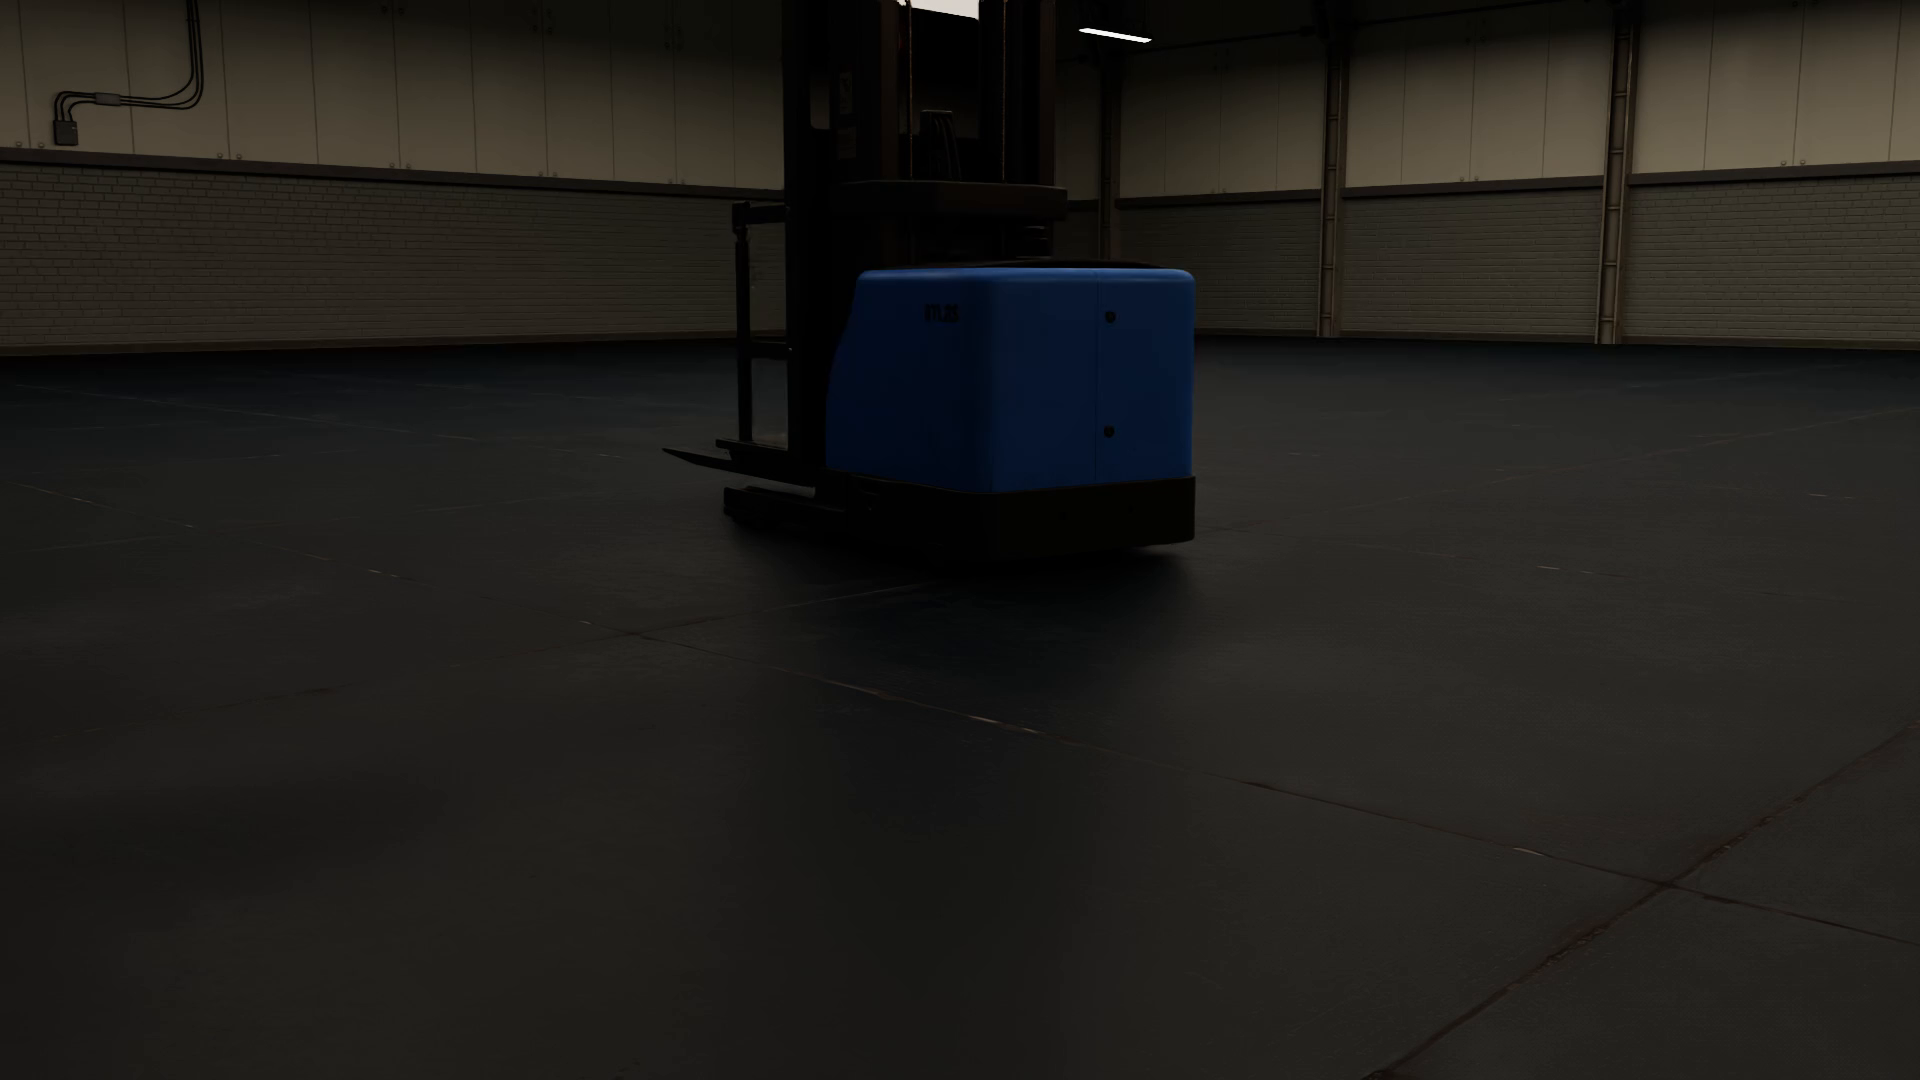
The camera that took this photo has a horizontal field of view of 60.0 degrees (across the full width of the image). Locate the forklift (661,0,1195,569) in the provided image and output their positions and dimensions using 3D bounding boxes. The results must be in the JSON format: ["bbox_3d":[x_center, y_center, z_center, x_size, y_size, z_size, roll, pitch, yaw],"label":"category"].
[{"bbox_3d":[-0.358,-1.524,6.997,1.130,2.935,3.031,-6,10,-34],"label":"forklift"}]
